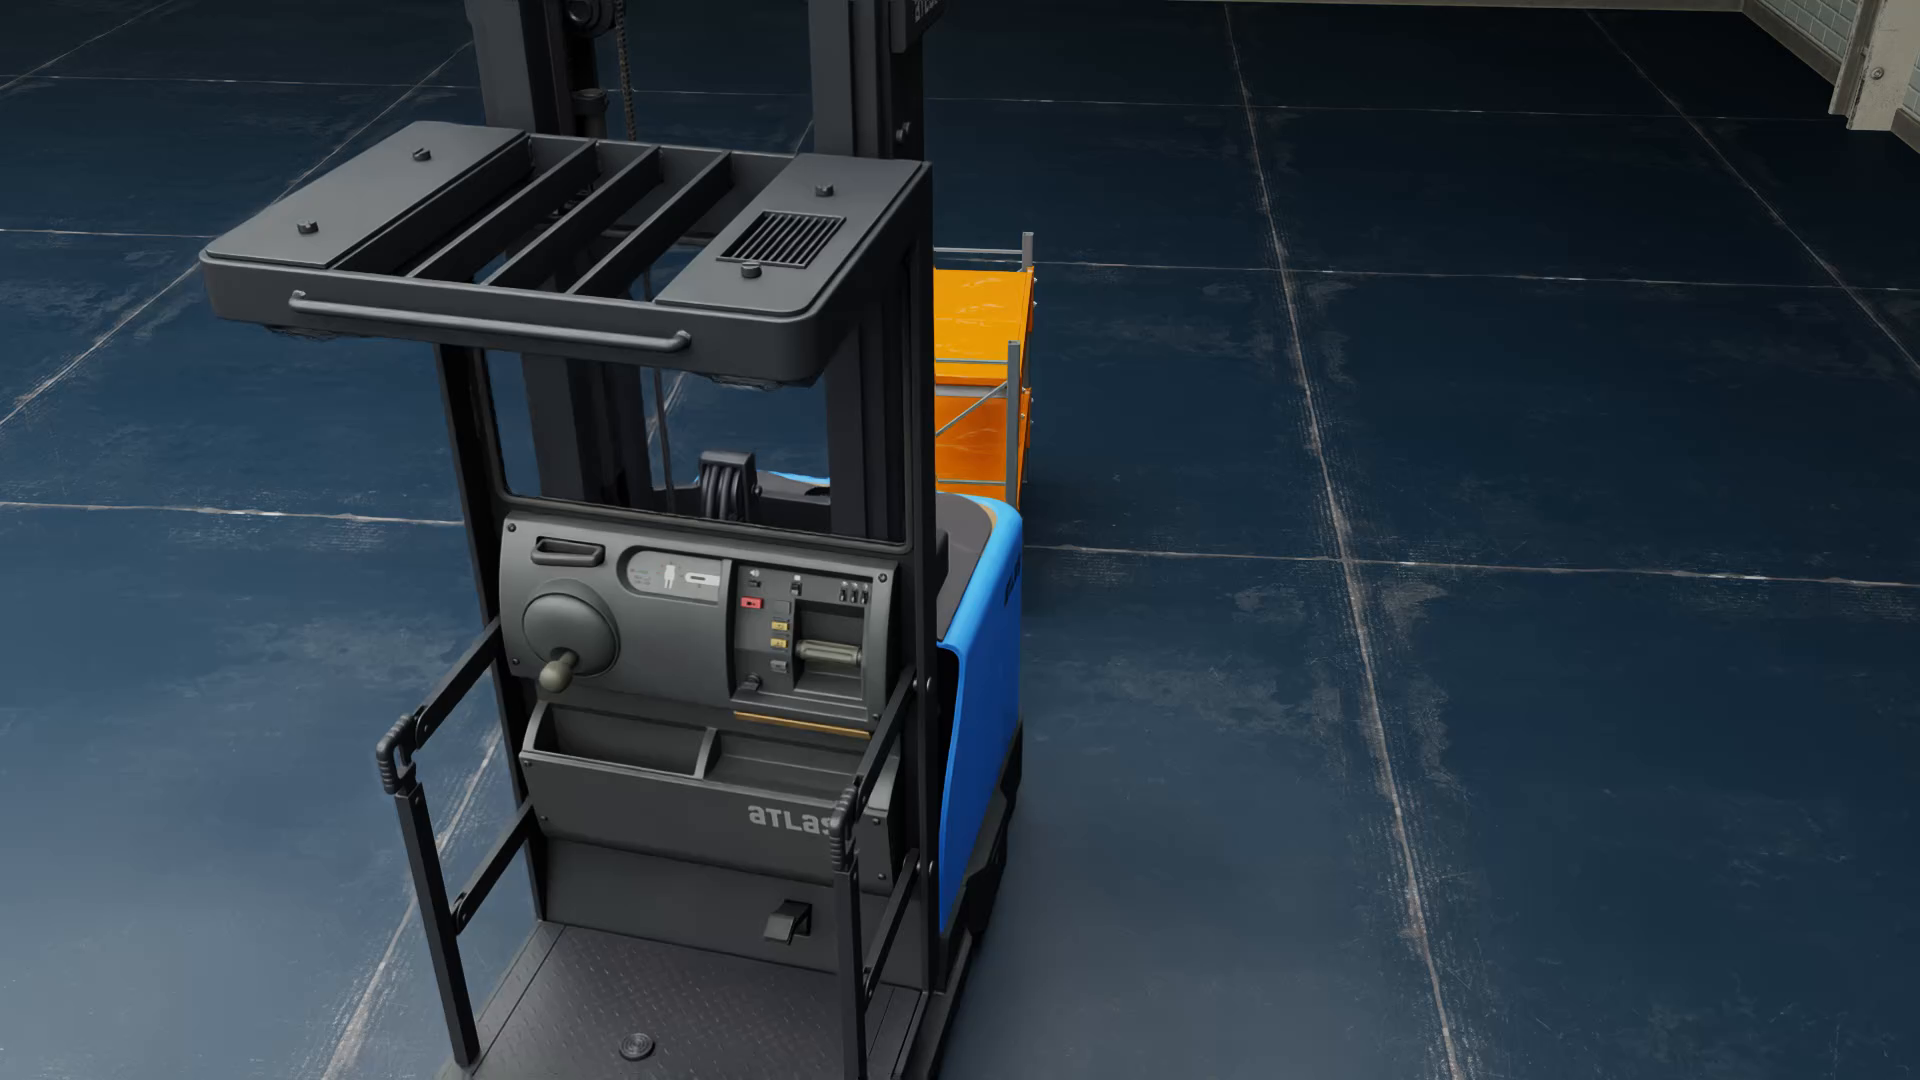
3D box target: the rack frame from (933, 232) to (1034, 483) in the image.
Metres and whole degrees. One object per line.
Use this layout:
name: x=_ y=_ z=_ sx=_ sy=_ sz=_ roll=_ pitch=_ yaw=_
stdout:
rack frame: x=0.041 y=-0.741 z=6.880 sx=0.500 sy=1.125 sz=0.032 roll=2 pitch=32 yaw=4

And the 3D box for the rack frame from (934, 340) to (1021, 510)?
rack frame: x=-0.042 y=-0.210 z=6.018 sx=0.500 sy=1.125 sz=0.032 roll=2 pitch=32 yaw=4

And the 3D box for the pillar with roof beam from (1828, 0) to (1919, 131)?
pillar with roof beam: x=1.897 y=-6.892 z=9.357 sx=9.100 sy=9.000 sz=0.400 roll=2 pitch=32 yaw=4

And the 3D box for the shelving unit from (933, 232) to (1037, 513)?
shelving unit: x=-0.001 y=-0.475 z=6.449 sx=0.538 sy=1.125 sz=1.048 roll=2 pitch=32 yaw=4

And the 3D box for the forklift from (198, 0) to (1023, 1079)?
forklift: x=-0.651 y=0.238 z=3.570 sx=1.130 sy=2.935 sz=3.031 roll=7 pitch=32 yaw=12

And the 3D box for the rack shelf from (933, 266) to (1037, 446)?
rack shelf: x=-0.001 y=-0.725 z=6.296 sx=0.538 sy=0.278 sz=1.000 roll=2 pitch=32 yaw=4

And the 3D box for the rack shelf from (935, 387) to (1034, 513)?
rack shelf: x=-0.001 y=-0.267 z=6.577 sx=0.538 sy=0.278 sz=1.000 roll=2 pitch=32 yaw=4
